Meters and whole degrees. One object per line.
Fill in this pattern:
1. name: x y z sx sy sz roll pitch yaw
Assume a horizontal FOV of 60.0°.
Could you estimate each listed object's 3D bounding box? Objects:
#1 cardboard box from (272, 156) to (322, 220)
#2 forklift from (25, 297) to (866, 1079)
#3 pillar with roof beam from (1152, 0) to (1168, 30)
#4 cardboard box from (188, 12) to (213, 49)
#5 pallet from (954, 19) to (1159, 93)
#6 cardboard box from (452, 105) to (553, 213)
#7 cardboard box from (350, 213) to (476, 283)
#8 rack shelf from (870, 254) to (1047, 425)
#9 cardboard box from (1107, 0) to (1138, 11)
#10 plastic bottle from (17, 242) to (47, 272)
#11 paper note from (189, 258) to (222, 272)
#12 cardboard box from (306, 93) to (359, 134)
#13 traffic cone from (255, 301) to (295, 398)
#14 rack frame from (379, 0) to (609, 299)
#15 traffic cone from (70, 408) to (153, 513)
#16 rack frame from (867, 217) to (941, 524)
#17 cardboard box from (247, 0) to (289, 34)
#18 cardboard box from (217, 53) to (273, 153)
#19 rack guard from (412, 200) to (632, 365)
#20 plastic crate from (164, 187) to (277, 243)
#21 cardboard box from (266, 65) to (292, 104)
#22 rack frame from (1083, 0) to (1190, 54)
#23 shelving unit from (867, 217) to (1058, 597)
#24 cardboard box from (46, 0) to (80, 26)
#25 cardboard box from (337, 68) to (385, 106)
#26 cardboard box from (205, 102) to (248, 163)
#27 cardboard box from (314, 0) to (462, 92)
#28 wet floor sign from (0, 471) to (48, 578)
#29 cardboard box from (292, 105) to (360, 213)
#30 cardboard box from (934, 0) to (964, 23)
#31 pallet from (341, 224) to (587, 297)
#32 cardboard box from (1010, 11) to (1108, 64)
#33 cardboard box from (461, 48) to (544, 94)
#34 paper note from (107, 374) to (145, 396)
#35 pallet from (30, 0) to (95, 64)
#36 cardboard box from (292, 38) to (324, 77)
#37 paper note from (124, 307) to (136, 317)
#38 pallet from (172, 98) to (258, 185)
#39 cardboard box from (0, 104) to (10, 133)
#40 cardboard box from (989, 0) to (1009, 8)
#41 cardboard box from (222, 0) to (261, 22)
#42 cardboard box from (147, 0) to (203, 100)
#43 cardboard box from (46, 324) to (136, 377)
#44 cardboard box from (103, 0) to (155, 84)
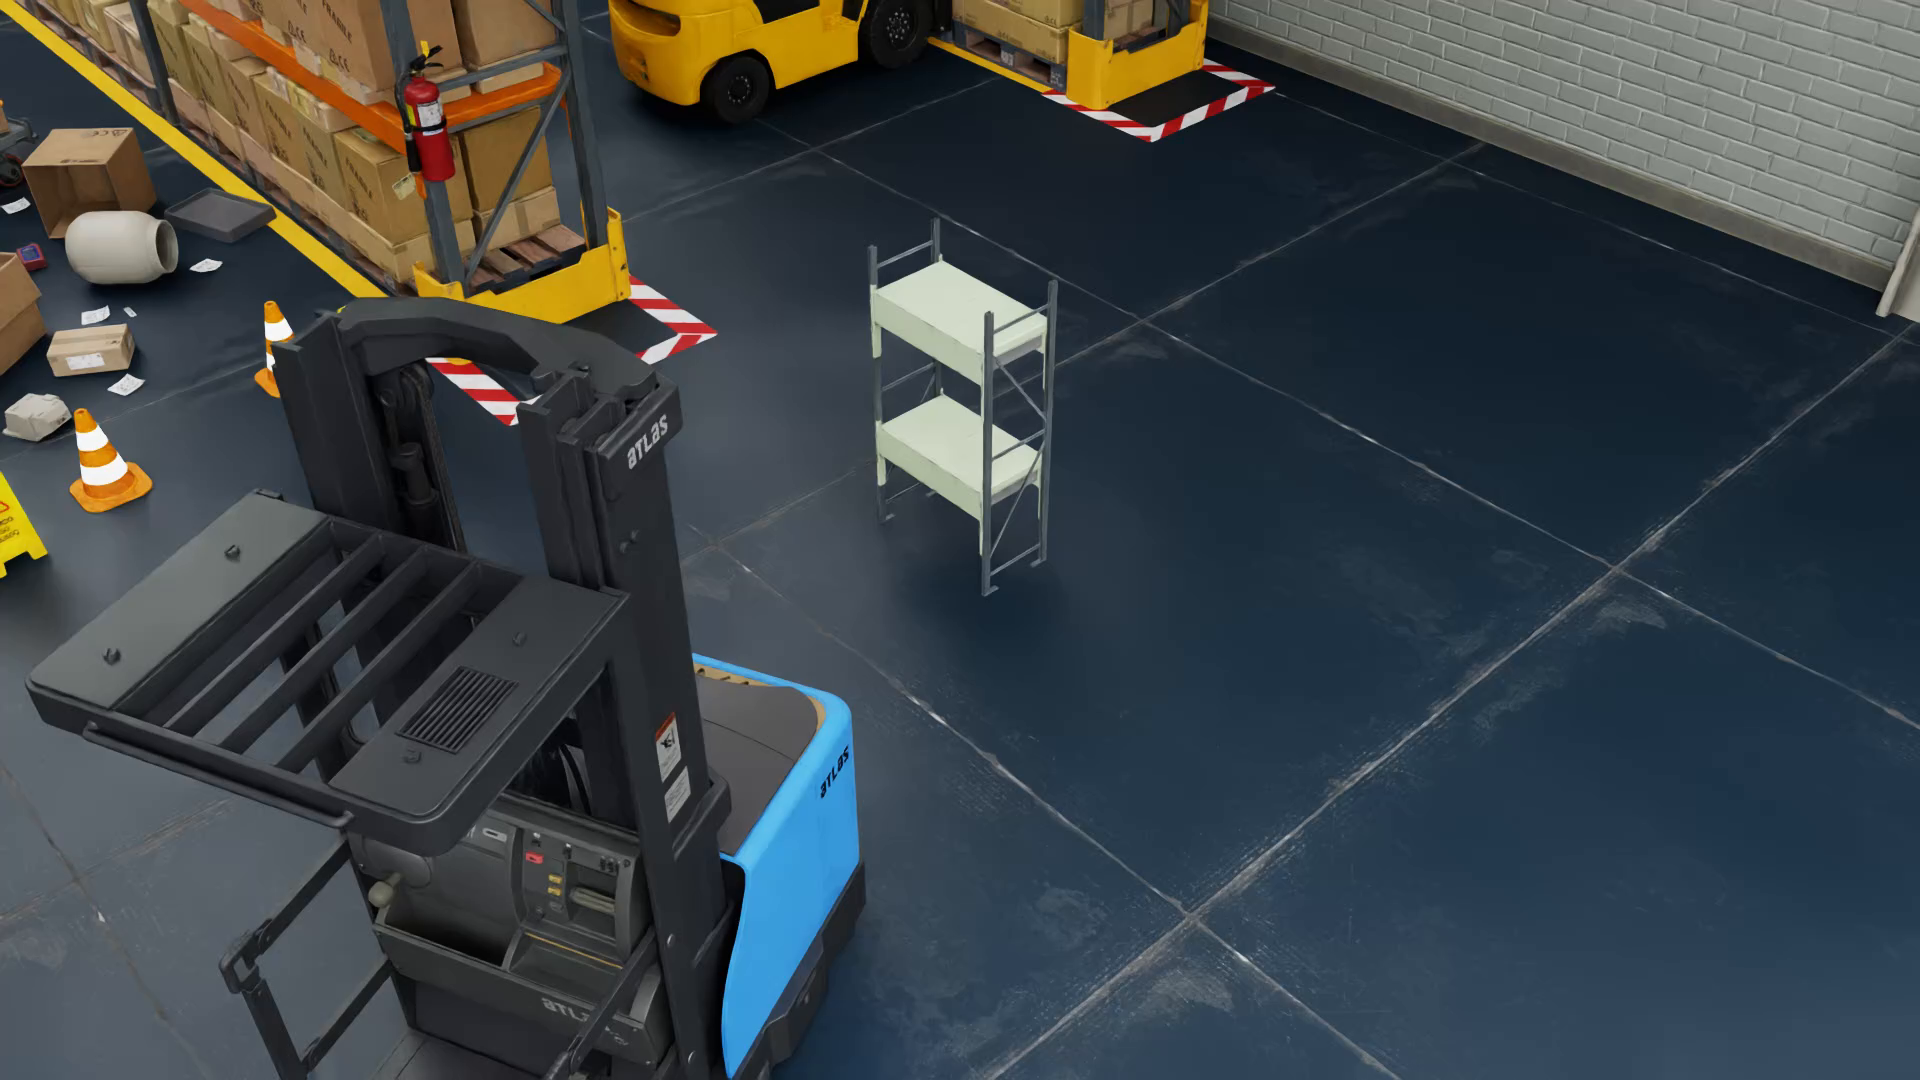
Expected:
1. cardboard box: -3.841 -2.240 10.198 0.500 0.250 0.500 -32 49 -33
2. forklift: -1.377 0.970 4.424 1.130 2.935 3.031 14 41 17
3. pillar with roof beam: -1.718 -5.724 7.883 9.100 9.000 0.400 -30 48 -32
4. cardboard box: -4.509 -3.184 10.254 0.380 0.149 0.250 -28 47 -30
5. pallet: 0.712 -3.766 12.452 1.003 0.211 1.213 -30 48 -32
6. cardboard box: -2.752 -2.290 9.663 0.500 0.500 0.500 -32 49 -33
7. cardboard box: -3.154 -1.768 9.613 0.500 0.250 0.500 -30 48 -32
8. rack shelf: 0.005 -0.884 7.238 0.431 0.370 0.720 -30 48 -32
9. cardboard box: 1.095 -4.108 12.113 0.500 0.250 0.500 -29 47 -31
10. plastic bottle: -5.607 -1.717 10.035 0.133 0.061 0.283 -22 44 -25
11. paper note: -4.521 -1.650 9.977 0.148 0.019 0.142 18 42 21
12. cardboard box: -3.425 -2.442 9.335 0.380 0.149 0.250 -29 47 -31
13. traffic cone: -3.634 -1.067 8.911 0.336 0.463 0.334 -30 48 -32
14. rack frame: -2.393 -2.403 8.546 1.000 3.000 0.127 -30 48 -32
15. traffic cone: -4.222 -0.438 8.132 0.336 0.463 0.334 -30 48 -32
16. rack frame: -0.243 -0.750 7.693 0.400 1.500 0.023 -30 48 -32
17. cardboard box: -3.634 -3.159 9.165 0.500 0.500 0.500 -30 48 -32
18. cardboard box: -4.178 -2.769 10.256 0.500 0.500 0.500 -27 46 -30
19. rack guard: -2.445 -1.466 9.375 1.175 0.500 0.348 -30 48 -32
20. plastic crate: -4.641 -2.043 10.424 0.583 0.080 0.402 18 42 21
21. cardboard box: -3.770 -2.683 9.633 0.380 0.149 0.250 -28 47 -30
22. rack frame: 1.260 -4.514 11.160 1.000 3.000 0.127 -30 48 -32
23. shelving unit: 0.005 -0.580 7.483 0.431 1.500 0.755 -30 48 -32
24. cardboard box: -6.415 -4.289 12.639 0.950 0.372 0.625 -28 47 -30
25. cardboard box: -3.057 -2.458 8.813 0.380 0.149 0.250 -31 48 -32
26. cardboard box: -4.529 -2.718 10.790 0.500 0.250 0.500 -27 46 -30
27. cardboard box: -2.963 -2.692 8.587 0.500 0.500 0.500 -31 48 -32
28. wet floor sign: -4.493 -0.165 7.649 0.232 0.644 0.267 26 45 28
29. cardboard box: -3.483 -2.289 9.662 0.500 0.500 0.500 -28 47 -30
30. cardboard box: 0.049 -4.161 12.576 0.500 0.250 0.500 -29 47 -31
31. pallet: -2.968 -1.745 9.950 1.003 0.211 1.213 -30 48 -32
32. cardboard box: 0.710 -3.691 11.995 0.500 0.250 0.500 -30 47 -31
33. cardboard box: -2.471 -2.551 8.929 0.380 0.149 0.250 -30 48 -32
34. paper note: -4.499 -0.840 8.973 0.142 0.019 0.148 18 42 21
35. pallet: -6.456 -4.094 12.859 1.003 0.211 1.213 -30 48 -32
36. cardboard box: -3.411 -2.692 9.103 0.380 0.149 0.250 -29 47 -31
37. paper note: -4.781 -1.313 9.576 0.032 0.001 0.123 -30 48 -32
38. pallet: -4.618 -2.874 11.348 1.003 0.211 1.213 -30 48 -32
39. cardboard box: -6.389 -2.806 10.432 0.500 0.500 0.500 -30 48 -32
40. cardboard box: 0.370 -4.131 12.142 0.500 0.250 0.500 -30 48 -32
41. cardboard box: -4.073 -3.174 9.700 0.380 0.149 0.250 -30 48 -32
42. cardboard box: -4.898 -3.252 10.854 0.500 0.500 0.500 -28 46 -30
43. cardboard box: -4.767 -1.042 9.130 0.380 0.149 0.250 -8 40 -10
44. cardboard box: -5.455 -3.637 11.831 0.950 0.372 0.625 -29 47 -31
